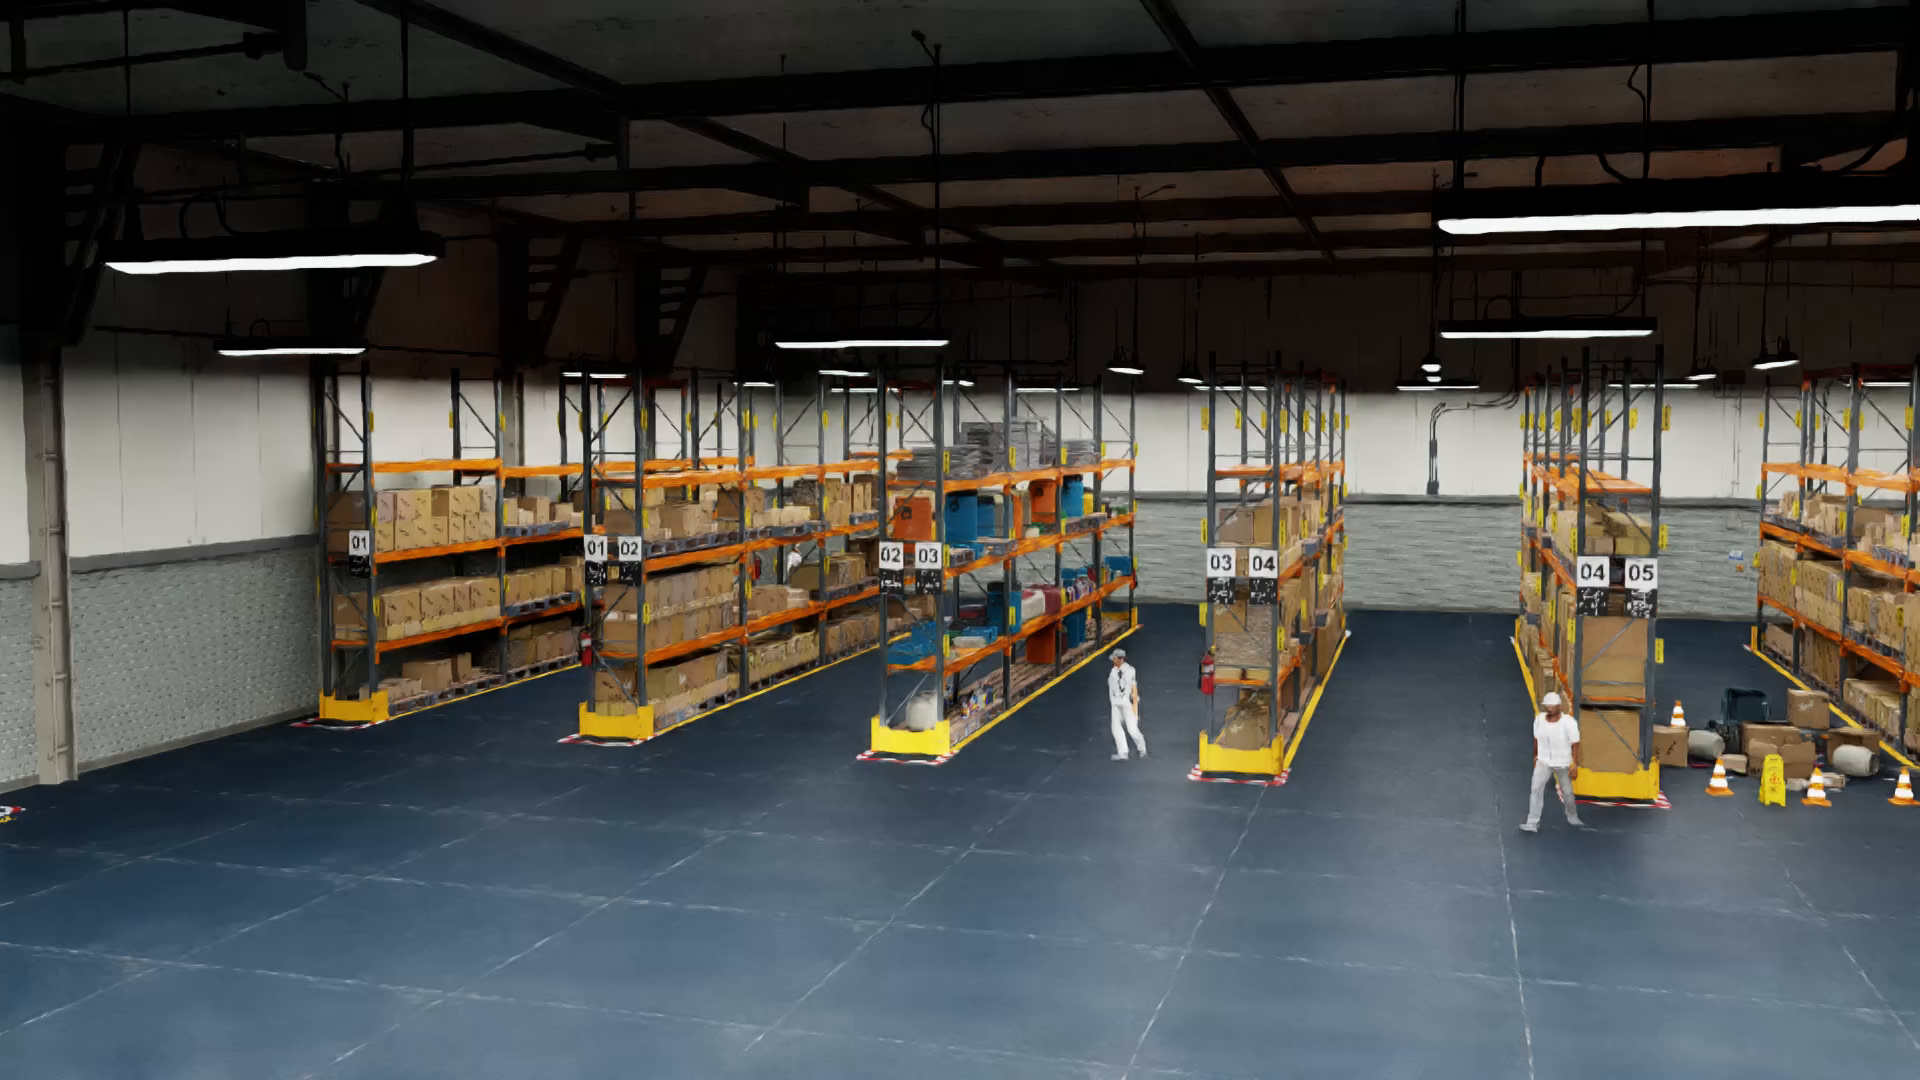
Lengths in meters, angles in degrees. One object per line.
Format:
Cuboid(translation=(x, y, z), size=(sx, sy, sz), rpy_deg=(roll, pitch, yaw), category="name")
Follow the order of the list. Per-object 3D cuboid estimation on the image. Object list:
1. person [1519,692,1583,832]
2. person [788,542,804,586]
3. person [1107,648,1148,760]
Cuboid(translation=(7.258, 2.704, 20.320), size=(0.620, 1.721, 0.972), rpy_deg=(3, 5, 39), category="person")
Cuboid(translation=(-4.482, 0.887, 45.778), size=(0.685, 1.672, 0.550), rpy_deg=(-3, 5, -37), category="person")
Cuboid(translation=(2.487, 2.424, 24.646), size=(0.587, 1.648, 0.548), rpy_deg=(-3, 5, -37), category="person")
